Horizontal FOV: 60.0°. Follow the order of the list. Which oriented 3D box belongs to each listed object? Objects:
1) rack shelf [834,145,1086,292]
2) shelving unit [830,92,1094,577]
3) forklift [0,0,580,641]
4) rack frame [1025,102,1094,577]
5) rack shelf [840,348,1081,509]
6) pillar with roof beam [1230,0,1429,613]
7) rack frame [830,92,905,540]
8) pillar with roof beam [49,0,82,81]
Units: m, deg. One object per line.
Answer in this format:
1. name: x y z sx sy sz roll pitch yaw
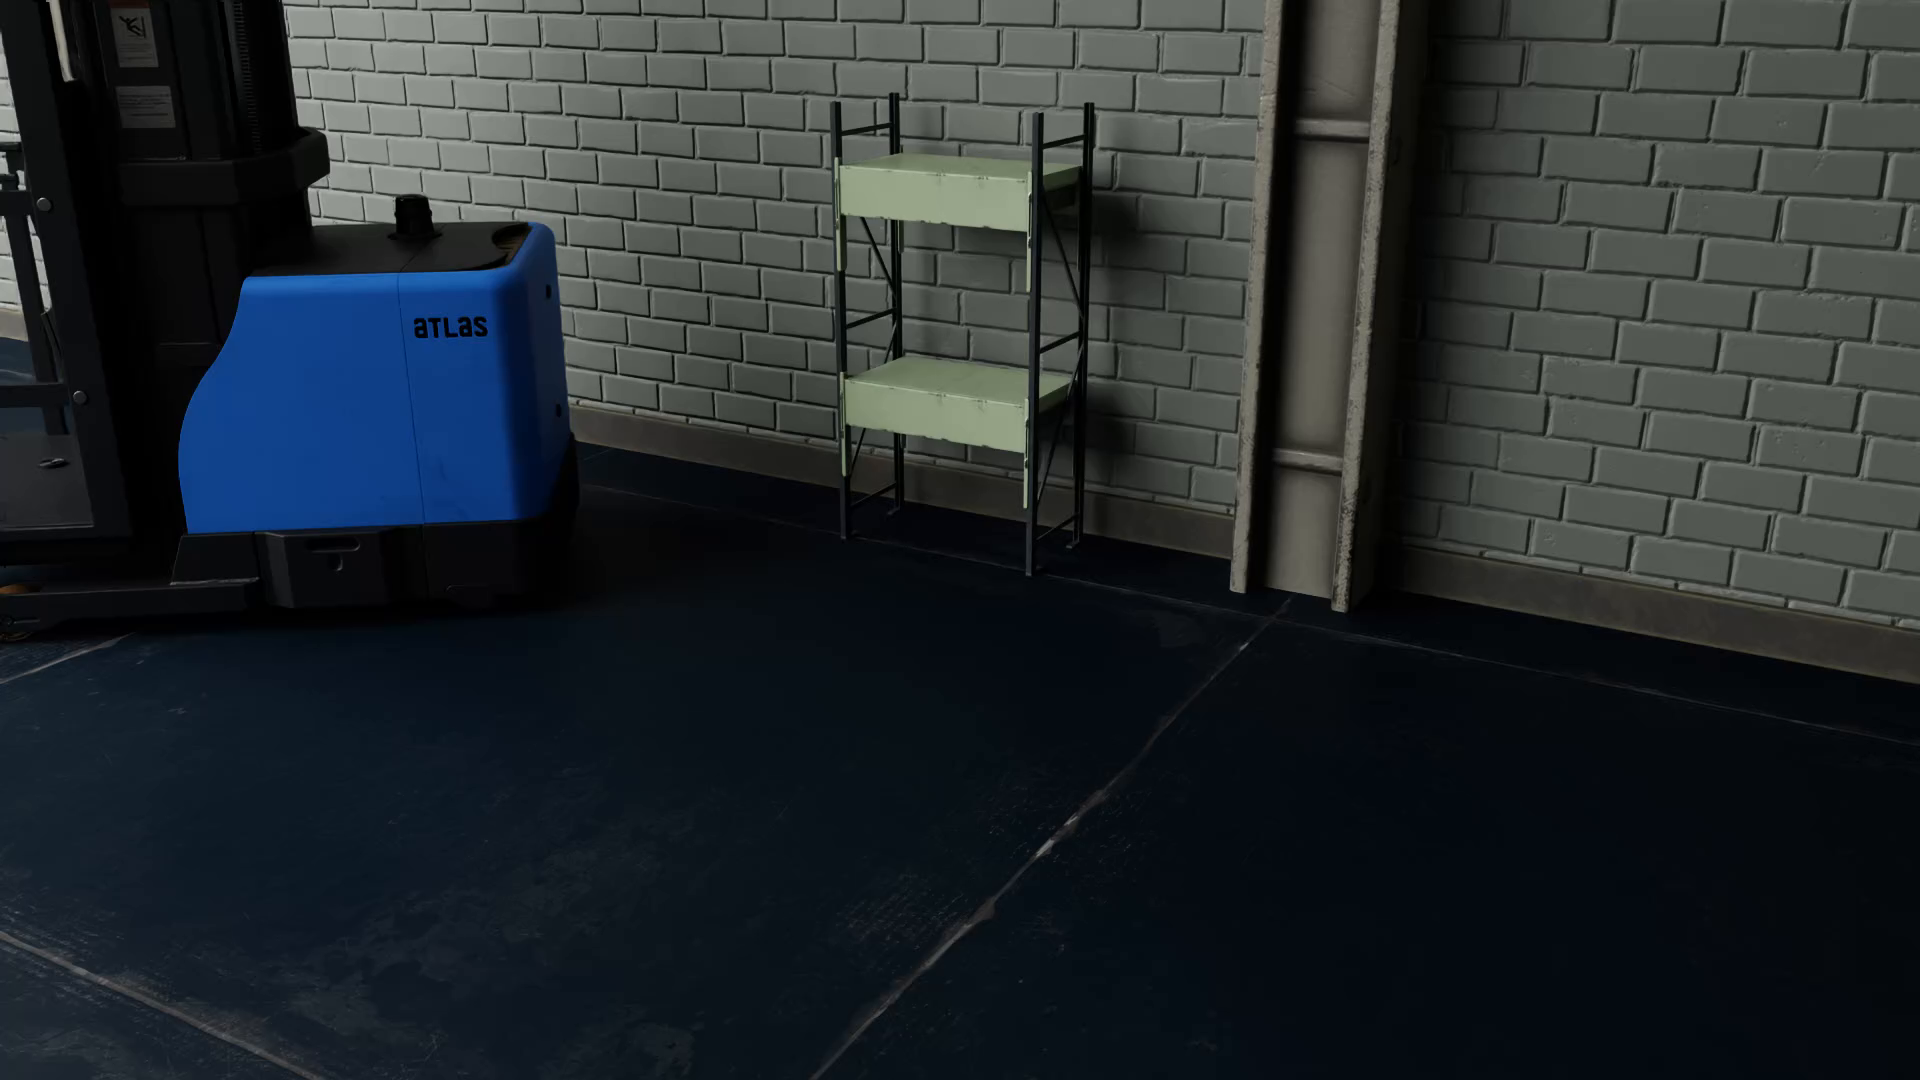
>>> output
1. rack shelf: 0.006 -1.071 5.473 0.720 0.370 0.431 11 23 27
2. shelving unit: 0.006 -0.704 5.606 0.755 1.500 0.431 11 23 27
3. forklift: -2.838 -1.256 5.028 3.031 2.935 1.130 -3 20 -7
4. rack frame: 0.325 -0.643 5.439 0.023 1.500 0.400 11 23 27
5. rack shelf: 0.006 -0.397 5.717 0.720 0.370 0.431 11 23 27
6. pillar with roof beam: -0.975 -2.797 0.380 0.400 9.000 9.100 11 23 27
7. rack frame: -0.314 -0.765 5.774 0.023 1.500 0.400 11 23 27
8. pillar with roof beam: -6.213 -3.795 3.131 0.400 9.000 9.100 11 23 27
